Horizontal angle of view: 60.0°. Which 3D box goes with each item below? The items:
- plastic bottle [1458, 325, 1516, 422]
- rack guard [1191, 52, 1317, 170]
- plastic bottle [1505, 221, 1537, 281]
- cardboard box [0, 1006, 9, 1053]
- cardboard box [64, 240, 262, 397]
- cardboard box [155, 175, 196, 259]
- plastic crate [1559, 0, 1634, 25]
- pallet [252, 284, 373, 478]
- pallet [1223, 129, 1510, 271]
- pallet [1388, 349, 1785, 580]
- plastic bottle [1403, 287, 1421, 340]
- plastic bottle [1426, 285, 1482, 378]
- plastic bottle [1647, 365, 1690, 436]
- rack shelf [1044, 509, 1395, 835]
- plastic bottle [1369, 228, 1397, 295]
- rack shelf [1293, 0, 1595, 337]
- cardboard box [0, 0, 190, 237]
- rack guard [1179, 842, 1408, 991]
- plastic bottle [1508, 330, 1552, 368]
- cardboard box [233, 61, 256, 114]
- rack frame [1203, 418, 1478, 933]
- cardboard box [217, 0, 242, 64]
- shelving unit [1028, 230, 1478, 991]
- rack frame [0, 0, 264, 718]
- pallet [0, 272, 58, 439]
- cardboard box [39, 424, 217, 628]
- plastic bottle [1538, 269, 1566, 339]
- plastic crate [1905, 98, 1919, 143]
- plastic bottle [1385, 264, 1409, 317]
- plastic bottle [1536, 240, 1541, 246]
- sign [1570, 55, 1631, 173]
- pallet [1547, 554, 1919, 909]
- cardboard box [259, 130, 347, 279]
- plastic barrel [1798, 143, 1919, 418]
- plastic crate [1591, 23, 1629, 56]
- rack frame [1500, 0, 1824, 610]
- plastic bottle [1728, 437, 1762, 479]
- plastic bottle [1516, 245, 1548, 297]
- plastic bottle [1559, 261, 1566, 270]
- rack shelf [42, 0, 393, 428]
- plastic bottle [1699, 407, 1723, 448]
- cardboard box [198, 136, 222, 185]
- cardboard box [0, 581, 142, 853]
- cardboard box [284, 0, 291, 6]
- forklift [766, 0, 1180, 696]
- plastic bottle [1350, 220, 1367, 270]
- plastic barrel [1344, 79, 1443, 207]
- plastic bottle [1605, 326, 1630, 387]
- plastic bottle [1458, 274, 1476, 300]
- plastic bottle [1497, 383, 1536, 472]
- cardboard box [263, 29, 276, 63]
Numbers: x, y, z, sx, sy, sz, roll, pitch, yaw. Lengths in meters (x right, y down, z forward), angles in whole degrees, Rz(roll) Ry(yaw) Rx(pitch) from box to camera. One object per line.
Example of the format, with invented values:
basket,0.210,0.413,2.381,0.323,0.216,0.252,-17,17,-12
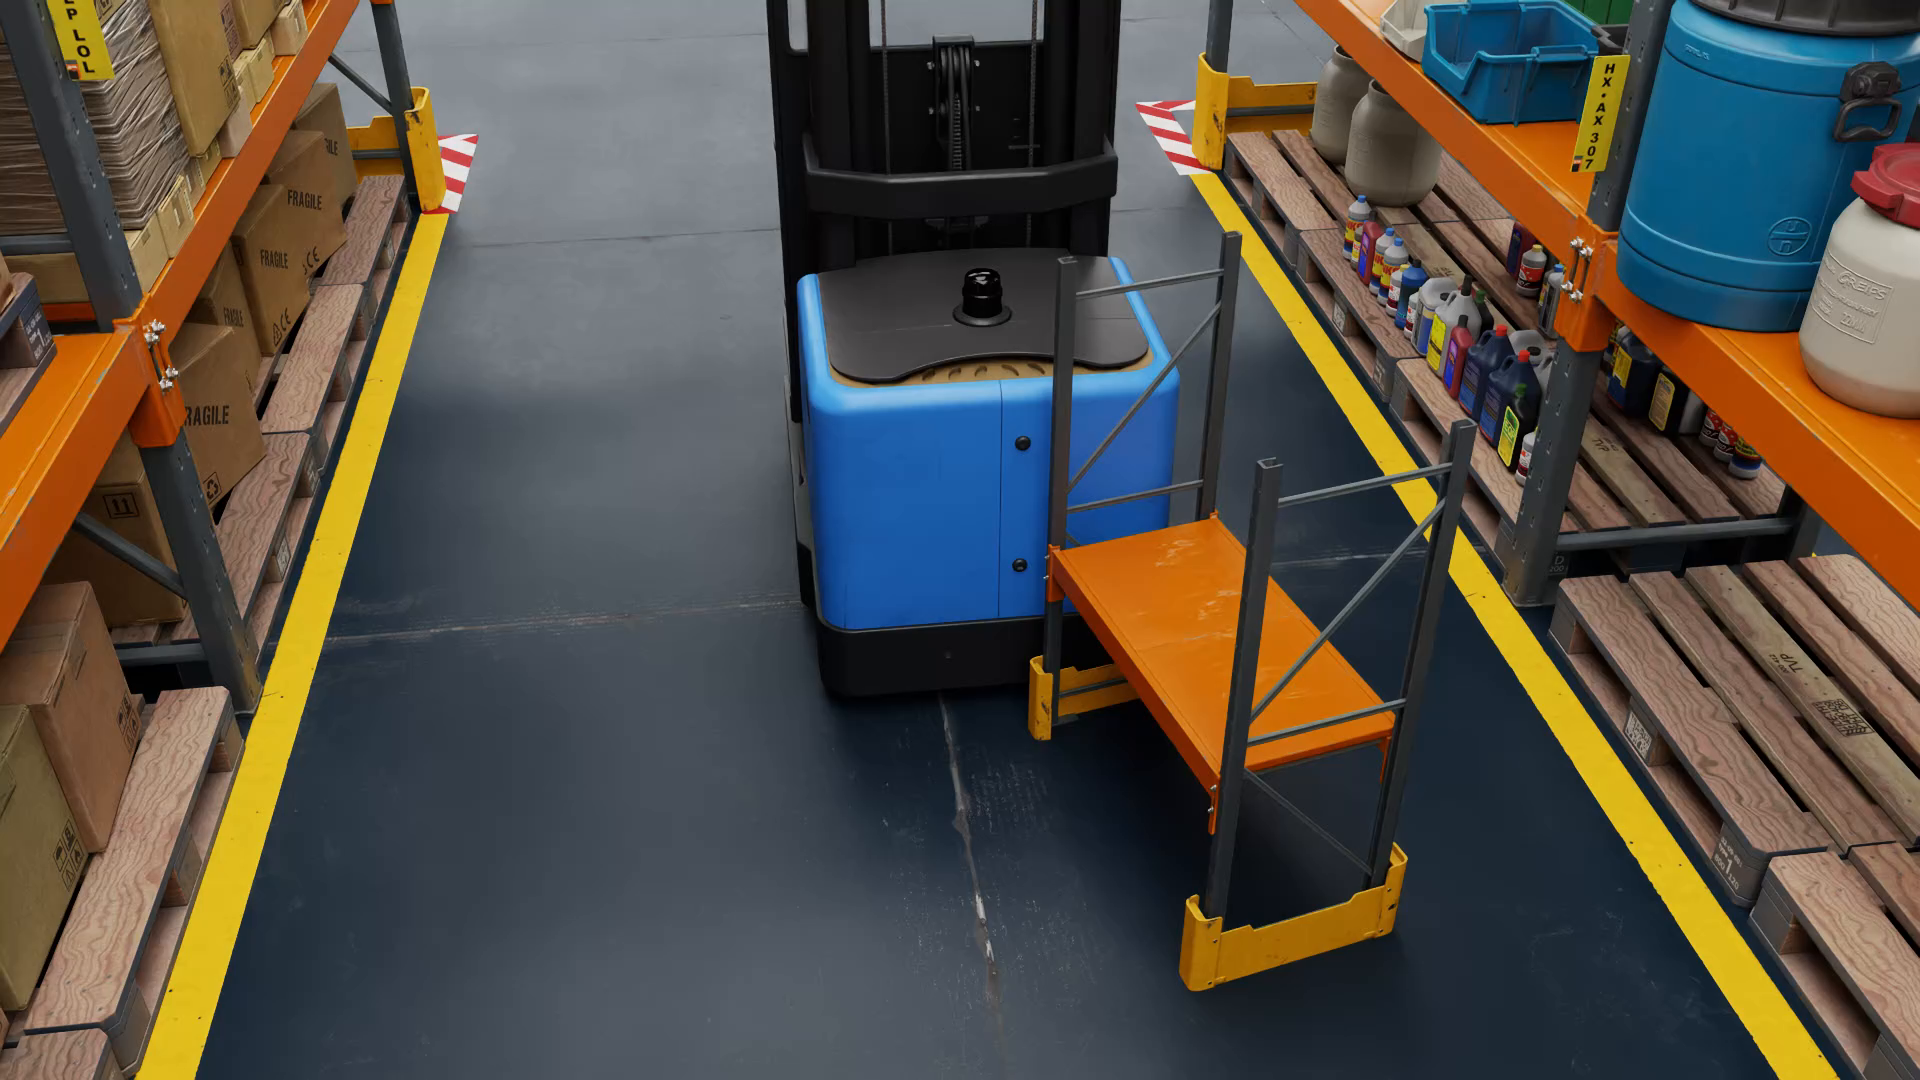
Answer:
plastic bottle,1.898,-0.615,5.951,0.144,0.351,0.185,-6,35,-9
rack guard,1.815,-2.244,8.598,1.175,0.500,0.348,-4,35,-6
plastic bottle,2.341,-1.232,6.916,0.061,0.283,0.133,-4,35,-6
cardboard box,-2.429,1.067,3.350,0.700,0.500,0.500,-7,35,-10
cardboard box,-2.872,-0.735,6.011,0.500,0.500,0.500,-7,35,-11
cardboard box,-2.363,-0.888,4.612,0.380,0.149,0.250,-4,35,-6
plastic crate,2.393,-1.775,5.879,0.450,0.188,0.662,-4,35,-6
pallet,-2.905,-0.610,6.458,1.003,0.211,1.213,-4,35,-6
pallet,1.919,-1.671,8.014,1.003,0.211,1.213,-4,35,-6
pallet,2.247,-0.309,6.016,1.003,0.211,1.213,-4,35,-6
plastic bottle,1.794,-0.888,6.484,0.097,0.201,0.097,0,34,0
plastic bottle,1.855,-0.795,6.215,0.144,0.351,0.185,-5,35,-7
plastic bottle,2.512,-0.524,5.876,0.061,0.283,0.133,-4,35,-6
rack shelf,0.655,0.302,4.295,0.538,0.185,1.000,-12,36,-17
plastic bottle,1.739,-1.143,6.796,0.097,0.271,0.097,0,34,0
rack shelf,2.027,-1.902,6.516,1.077,0.370,4.000,-4,35,-6
cardboard box,-2.611,-1.128,4.389,0.875,0.500,0.500,-4,35,-6
rack guard,0.831,0.938,4.152,0.587,0.250,0.087,-12,36,-17
plastic bottle,2.042,-0.609,6.009,0.152,0.276,0.135,-4,35,-6
cardboard box,-2.535,-1.443,5.427,0.380,0.149,0.250,-4,35,-6
rack frame,0.831,0.422,3.799,0.500,1.500,0.032,-12,36,-17
cardboard box,-2.810,-1.681,5.201,0.875,0.500,0.500,-4,35,-6
shelving unit,0.659,0.158,4.186,0.587,1.500,1.083,-12,36,-17
rack frame,-2.612,-0.708,4.126,1.000,3.000,0.127,-4,35,-6
pallet,-2.653,-0.191,3.538,1.003,0.211,1.213,-4,35,-6
cardboard box,-2.626,-0.075,5.043,0.500,0.500,0.500,-5,35,-8
plastic bottle,2.373,-0.939,6.492,0.152,0.276,0.135,-4,35,-6
plastic crate,2.664,-0.863,4.295,0.402,0.464,0.583,-4,35,-6
plastic bottle,1.766,-1.003,6.653,0.097,0.201,0.097,0,34,0
plastic bottle,2.446,-1.237,6.930,0.152,0.276,0.135,-4,34,-6
sign,1.750,-1.162,4.546,0.100,0.325,0.005,-4,35,-6
pallet,2.440,0.504,4.823,1.003,0.211,1.213,-4,35,-6
cardboard box,-2.968,-1.400,6.988,0.500,0.500,0.500,4,35,6
plastic barrel,2.207,-0.589,3.830,0.433,0.535,0.433,0,34,0
plastic crate,2.352,-1.359,5.136,0.767,0.338,0.504,-4,35,-6
rack frame,2.296,-1.083,4.676,1.000,3.000,0.127,-4,35,-6
plastic bottle,2.688,-0.349,5.630,0.097,0.271,0.097,0,34,0
plastic bottle,2.344,-1.109,6.808,0.097,0.201,0.097,0,34,0
plastic bottle,2.491,-1.099,6.660,0.144,0.351,0.185,-3,34,-4
rack shelf,-2.881,-1.527,5.966,1.077,0.370,4.000,-4,35,-6
plastic bottle,2.660,-0.433,5.816,0.097,0.201,0.097,0,34,0
cardboard box,-2.467,-1.164,5.017,0.380,0.149,0.250,-4,35,-6
cardboard box,-2.551,0.487,4.200,0.700,0.500,0.500,-7,35,-10
cardboard box,-2.892,-2.243,6.025,0.875,0.500,0.500,-4,35,-6
forklift,-0.081,-1.563,5.441,1.130,2.935,3.031,-4,34,-6
plastic bottle,1.707,-1.248,7.012,0.097,0.201,0.097,0,34,0
plastic barrel,1.990,-1.820,7.593,0.421,0.512,0.421,0,34,0
plastic bottle,2.460,-0.691,6.133,0.097,0.271,0.097,0,34,0
plastic bottle,1.942,-0.867,6.380,0.061,0.283,0.133,-4,35,-6
plastic bottle,1.905,-0.386,5.674,0.061,0.283,0.133,-3,34,-4
cardboard box,-2.636,-1.719,5.832,0.380,0.149,0.250,-4,35,-6
